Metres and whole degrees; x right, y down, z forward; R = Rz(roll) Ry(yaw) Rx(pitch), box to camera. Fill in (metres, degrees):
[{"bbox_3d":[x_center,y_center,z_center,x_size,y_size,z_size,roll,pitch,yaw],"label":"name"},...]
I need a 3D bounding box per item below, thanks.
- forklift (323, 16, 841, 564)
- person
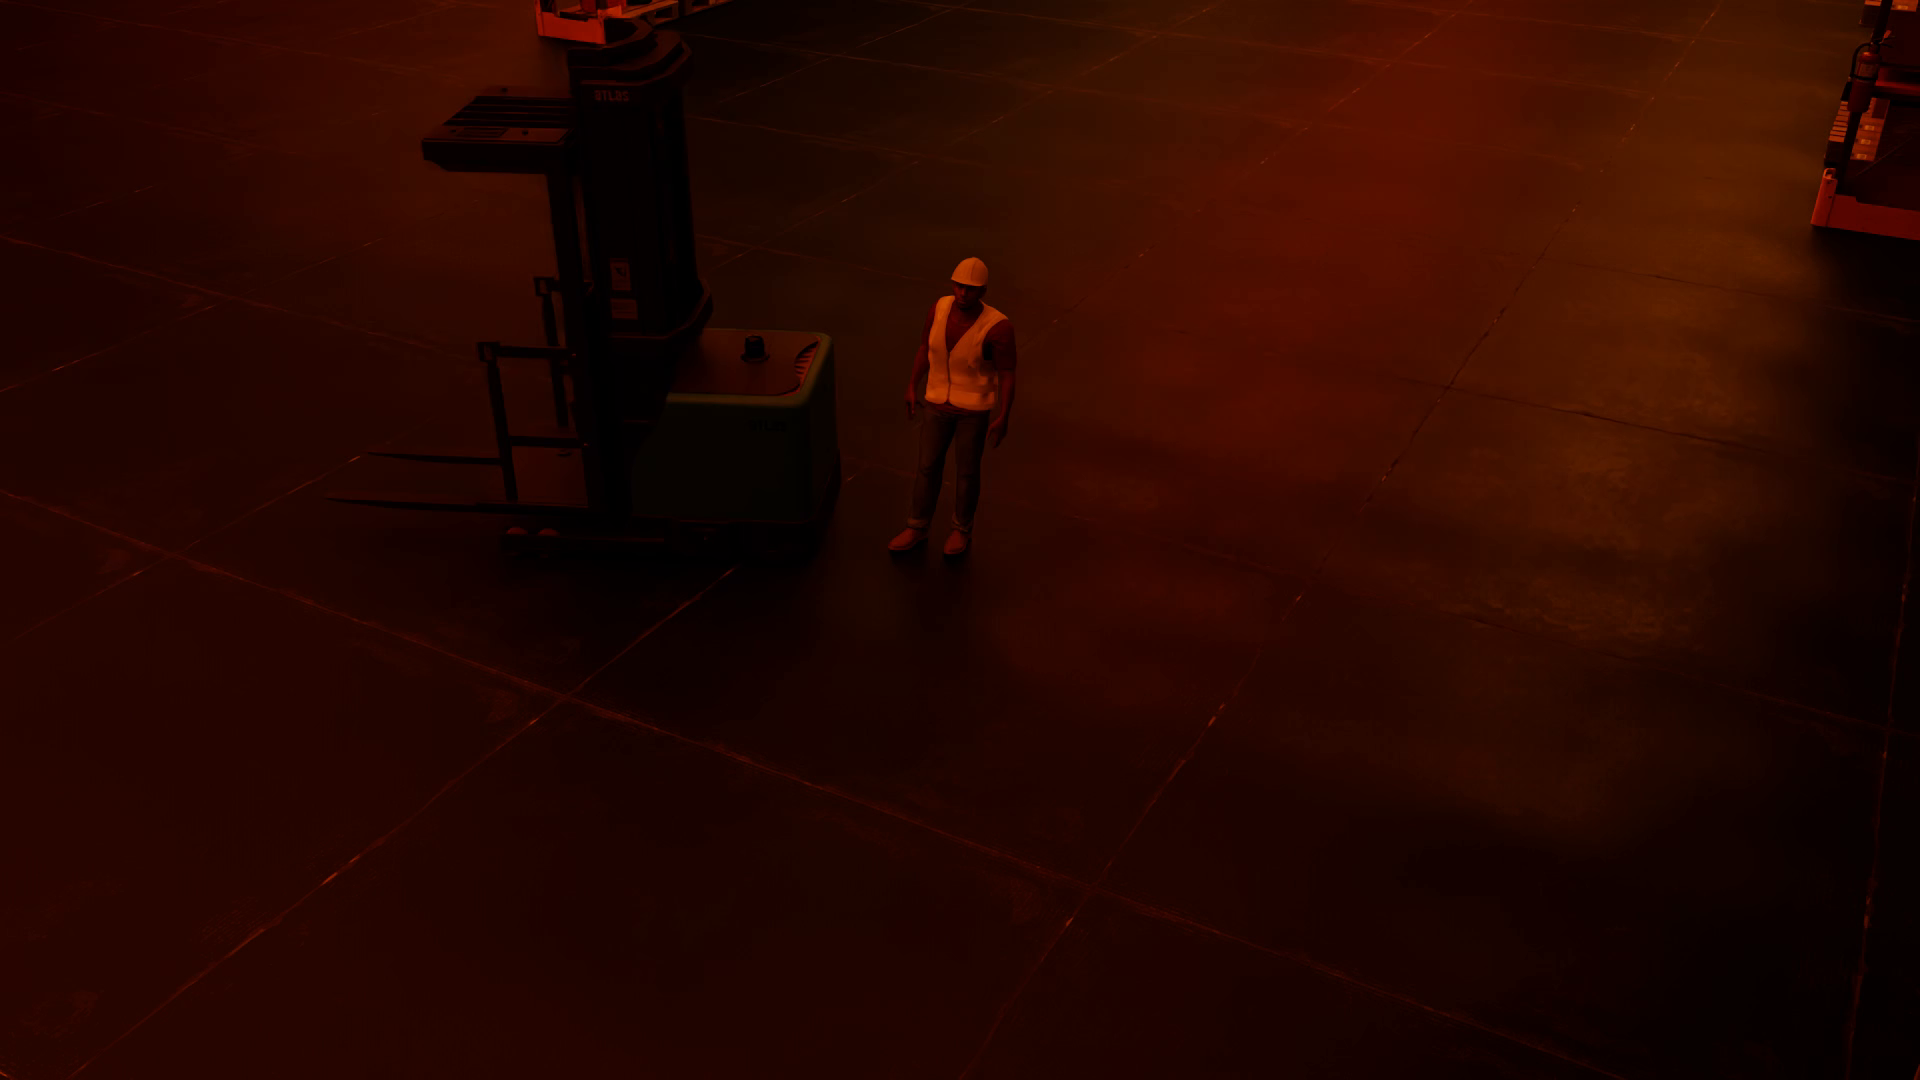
[{"bbox_3d":[-2.296,-1.427,9.543,3.031,2.935,1.130,3,30,5],"label":"forklift"},{"bbox_3d":[-0.044,-0.744,9.510,0.654,1.765,0.577,15,33,25],"label":"person"}]
